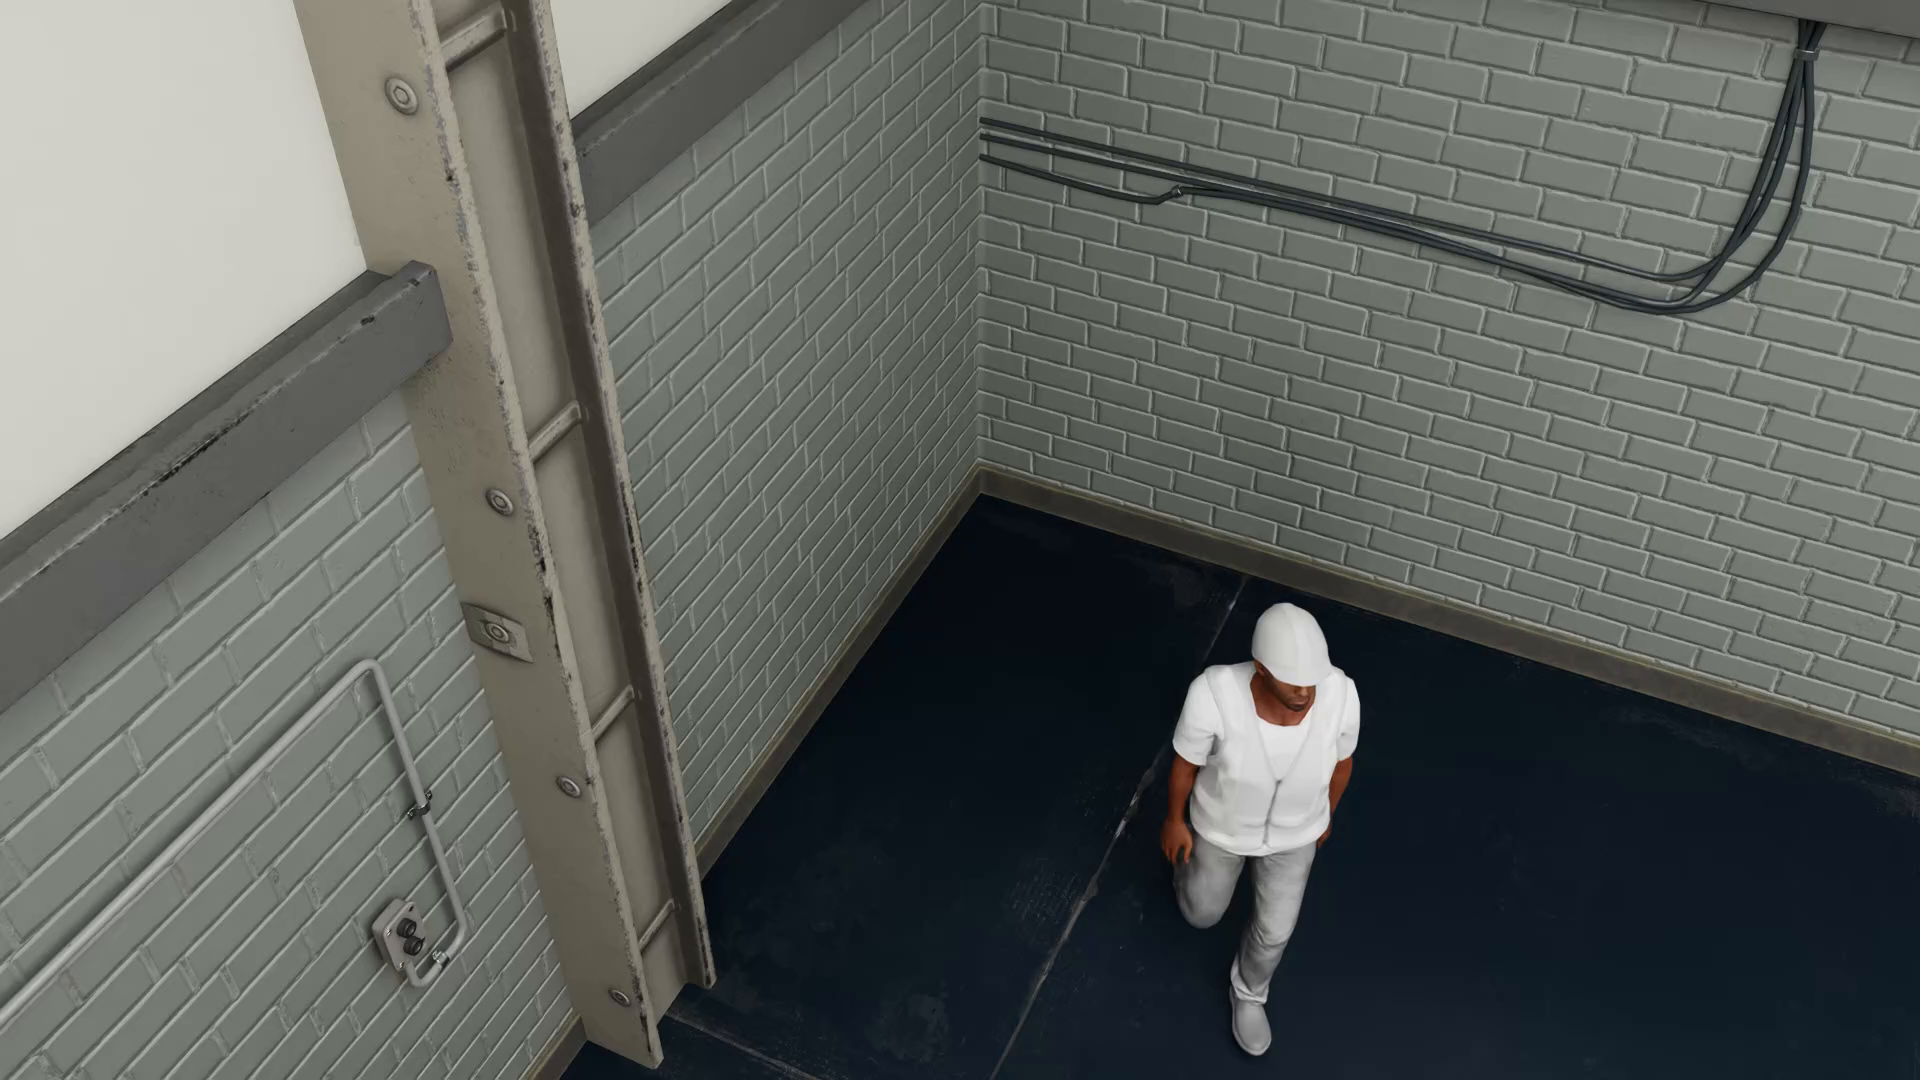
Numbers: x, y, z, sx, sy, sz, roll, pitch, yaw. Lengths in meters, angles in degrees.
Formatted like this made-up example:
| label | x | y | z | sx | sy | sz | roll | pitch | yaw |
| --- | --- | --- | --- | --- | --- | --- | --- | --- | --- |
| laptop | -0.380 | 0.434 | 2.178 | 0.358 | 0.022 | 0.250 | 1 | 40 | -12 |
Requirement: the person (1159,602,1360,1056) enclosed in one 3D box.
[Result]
| label | x | y | z | sx | sy | sz | roll | pitch | yaw |
| --- | --- | --- | --- | --- | --- | --- | --- | --- | --- |
| person | 0.919 | 0.833 | 5.234 | 0.578 | 1.749 | 0.770 | 0 | 42 | 0 |
